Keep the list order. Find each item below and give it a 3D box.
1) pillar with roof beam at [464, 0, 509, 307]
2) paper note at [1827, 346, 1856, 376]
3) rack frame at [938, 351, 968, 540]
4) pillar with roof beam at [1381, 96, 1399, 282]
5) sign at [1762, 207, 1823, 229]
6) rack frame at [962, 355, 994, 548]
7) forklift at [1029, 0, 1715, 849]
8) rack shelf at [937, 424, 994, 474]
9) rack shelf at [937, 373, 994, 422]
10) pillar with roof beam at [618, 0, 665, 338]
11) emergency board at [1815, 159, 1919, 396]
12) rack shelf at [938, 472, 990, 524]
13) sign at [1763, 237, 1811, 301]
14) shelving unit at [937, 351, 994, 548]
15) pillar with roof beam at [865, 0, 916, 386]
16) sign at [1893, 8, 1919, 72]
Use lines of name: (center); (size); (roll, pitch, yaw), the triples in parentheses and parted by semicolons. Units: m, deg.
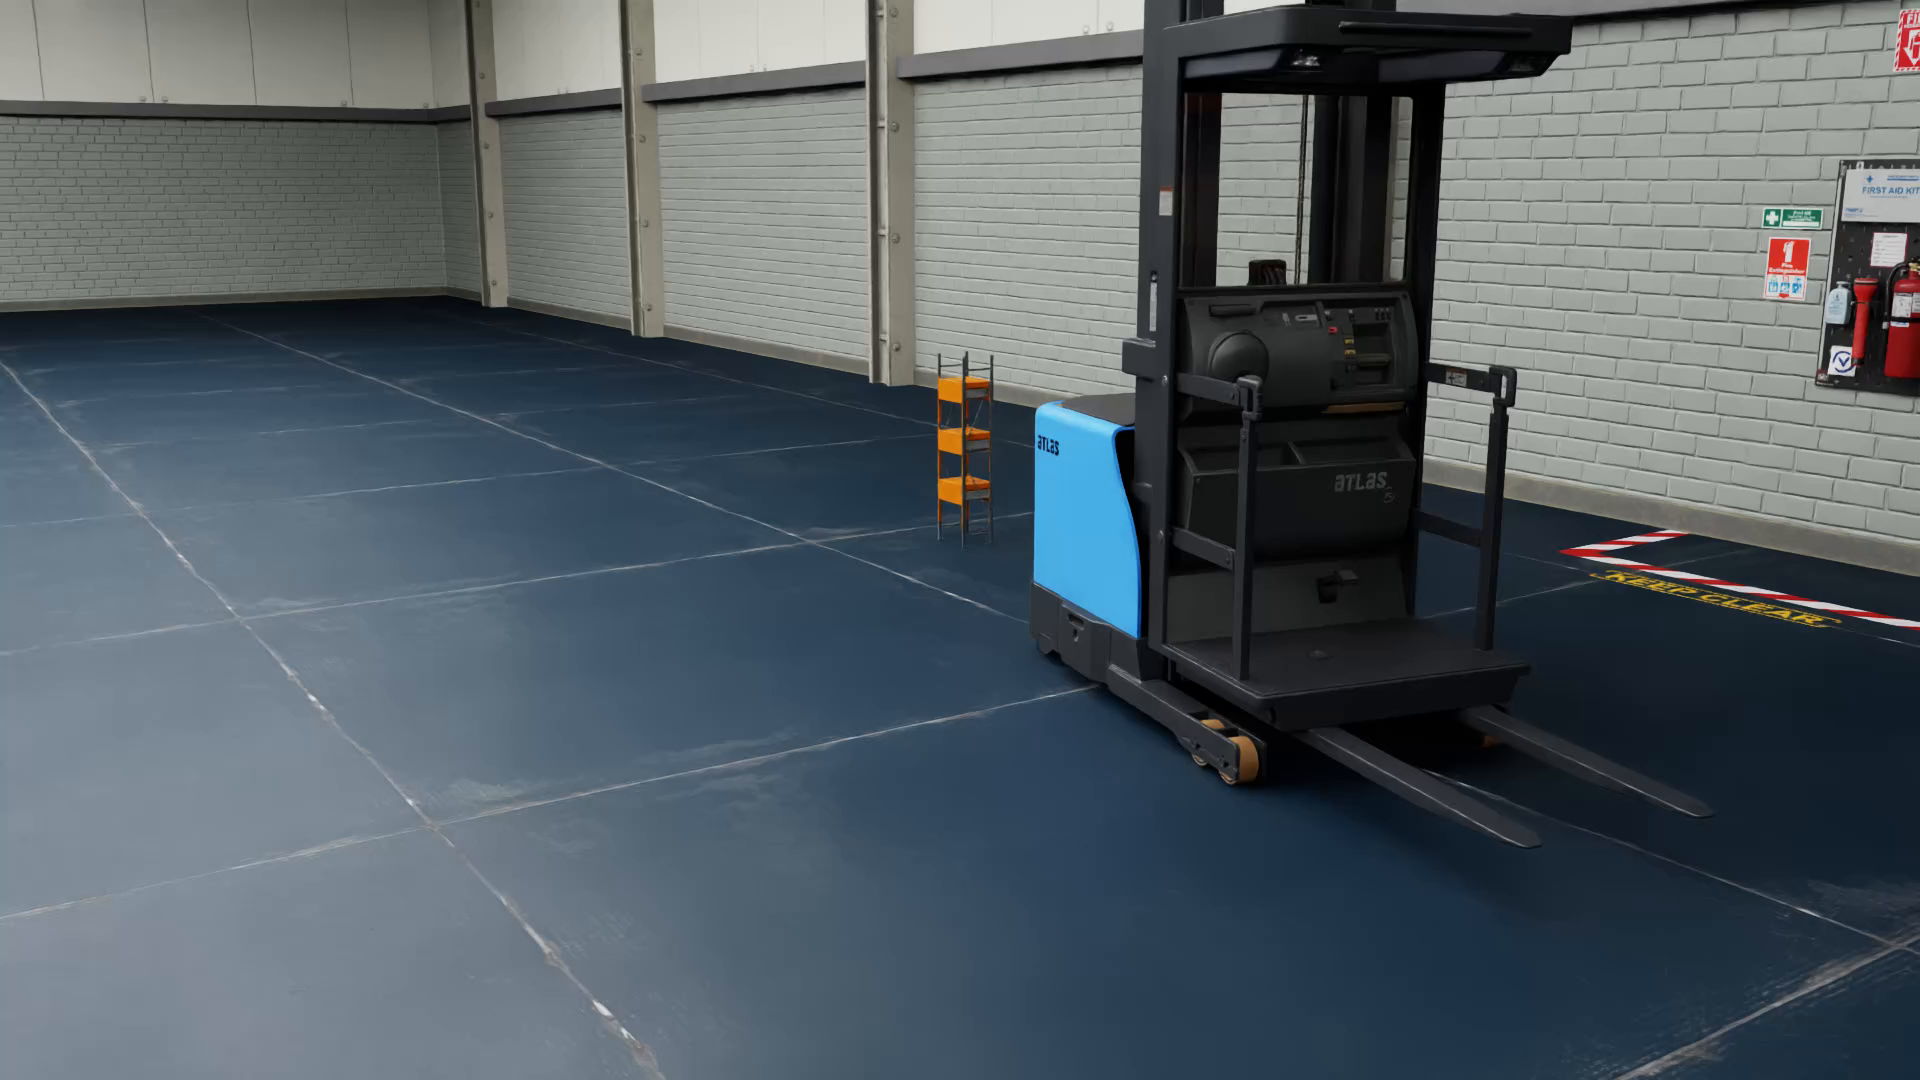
pillar with roof beam: (-10.898, -7.570, 22.914); (9.100, 9.000, 0.400); (-8, 15, -33)
paper note: (4.605, -0.934, 8.672); (0.016, 0.148, 0.142); (-8, 15, -33)
rack frame: (-0.038, -0.525, 9.305); (0.200, 1.050, 0.008); (-8, 15, -33)
pillar with roof beam: (-0.925, -4.369, 8.275); (9.100, 9.000, 0.400); (-8, 15, -33)
sign: (4.420, -1.709, 8.833); (0.001, 0.109, 0.331); (-8, 15, -33)
rack frame: (0.097, -0.482, 9.107); (0.200, 1.050, 0.008); (-8, 15, -33)
forklift: (1.301, -0.708, 5.738); (1.130, 2.935, 3.031); (-5, 13, -20)
rack shelf: (0.030, -0.493, 9.208); (0.215, 0.259, 0.240); (-8, 15, -33)
rack shelf: (0.030, -0.770, 9.148); (0.215, 0.259, 0.240); (-8, 15, -33)
pillar with roof beam: (-7.574, -6.503, 18.034); (9.100, 9.000, 0.400); (-8, 15, -33)
emergency board: (4.645, -1.324, 8.397); (0.194, 1.169, 0.643); (-8, 15, -33)
rack shelf: (0.030, -0.222, 9.268); (0.215, 0.259, 0.240); (-8, 15, -33)
sign: (4.425, -1.452, 8.898); (0.001, 0.329, 0.234); (-8, 15, -33)
shelving unit: (0.030, -0.503, 9.206); (0.215, 1.050, 0.252); (-8, 15, -33)
pillar with roof beam: (-4.250, -5.436, 13.154); (9.100, 9.000, 0.400); (-8, 15, -33)
sign: (4.724, -2.470, 8.210); (0.001, 0.298, 0.199); (-8, 15, -33)
